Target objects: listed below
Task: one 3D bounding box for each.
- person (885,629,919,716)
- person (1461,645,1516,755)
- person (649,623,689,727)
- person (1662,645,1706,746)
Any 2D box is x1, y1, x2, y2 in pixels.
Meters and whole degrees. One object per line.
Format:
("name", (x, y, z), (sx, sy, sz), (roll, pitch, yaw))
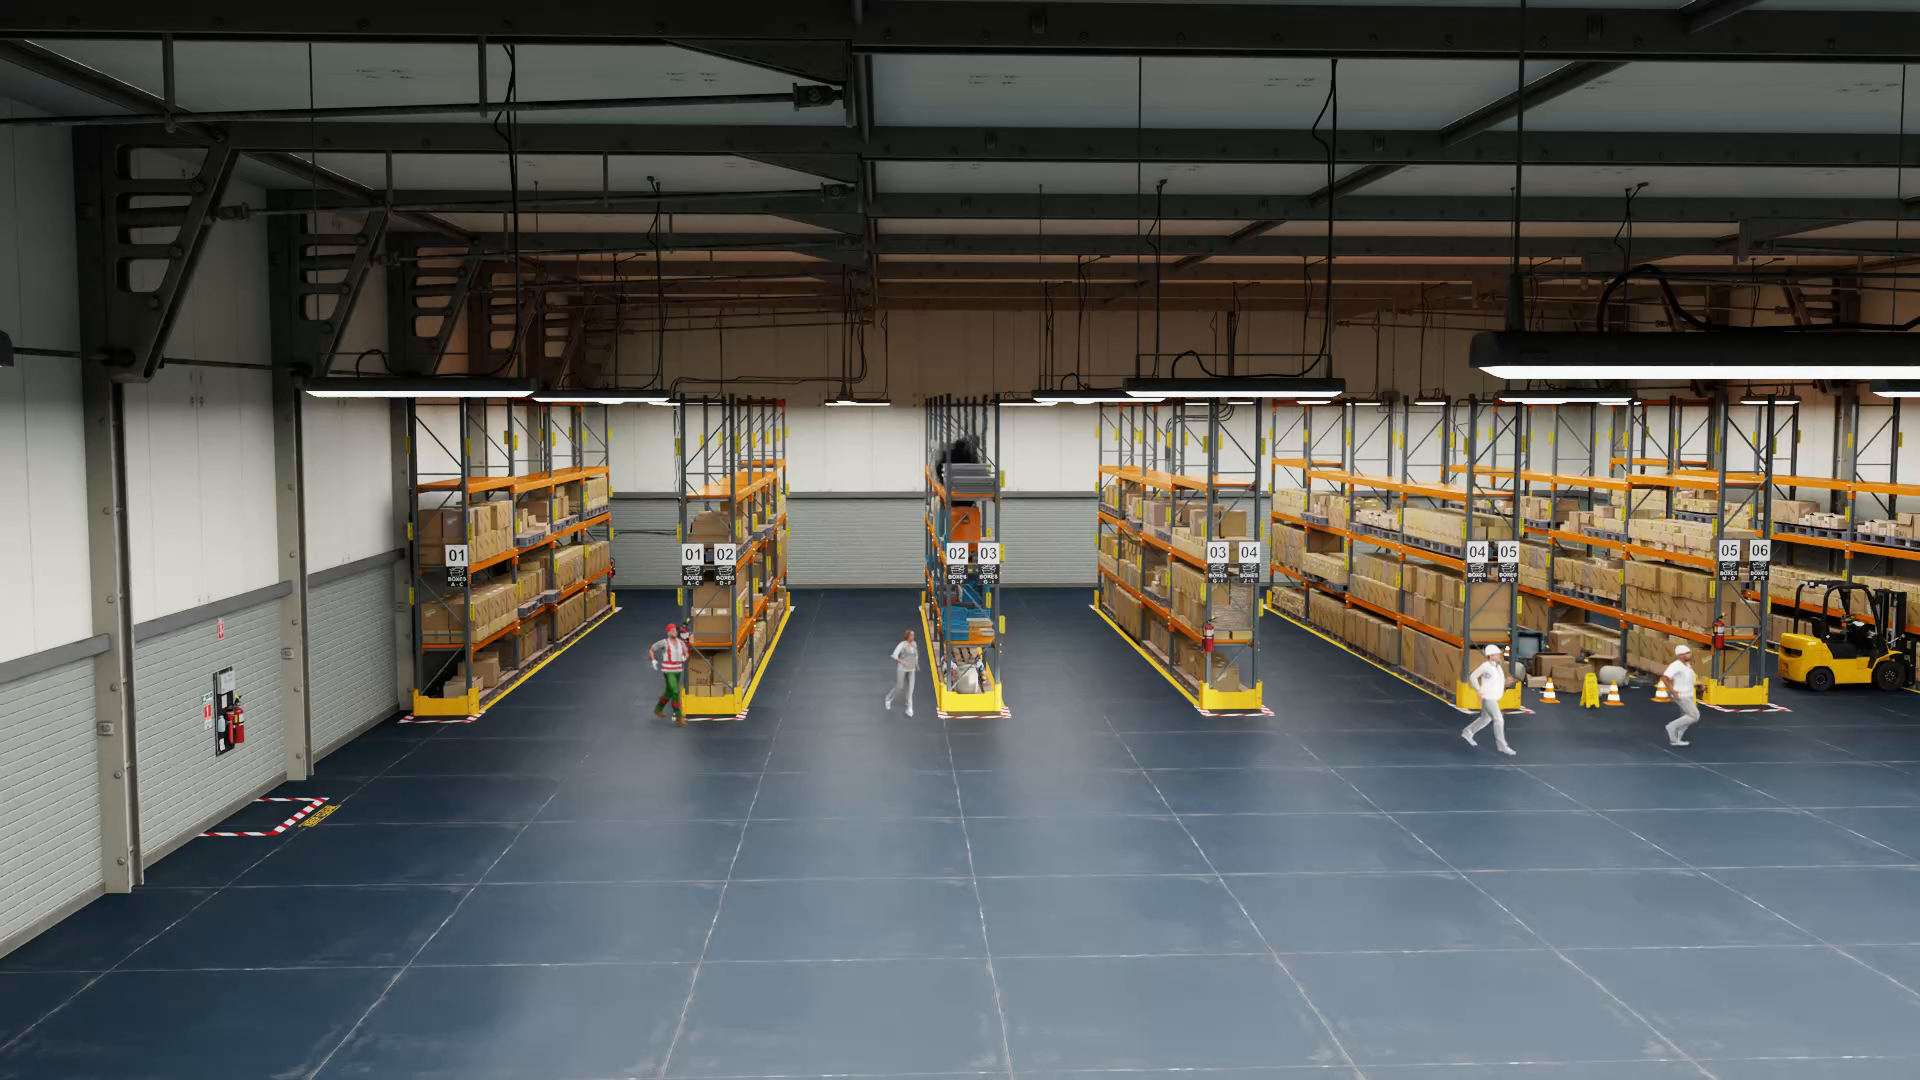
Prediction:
("person", (-0.988, 2.569, 31.221), (0.605, 1.351, 0.876), (-3, 5, -31))
("person", (8.795, 2.625, 27.634), (0.953, 1.779, 0.645), (3, 6, 37))
("person", (-5.233, 2.428, 30.267), (0.916, 1.816, 0.742), (3, 6, 36))
("person", (12.276, 2.644, 28.132), (0.585, 1.730, 0.703), (4, 6, 40))
